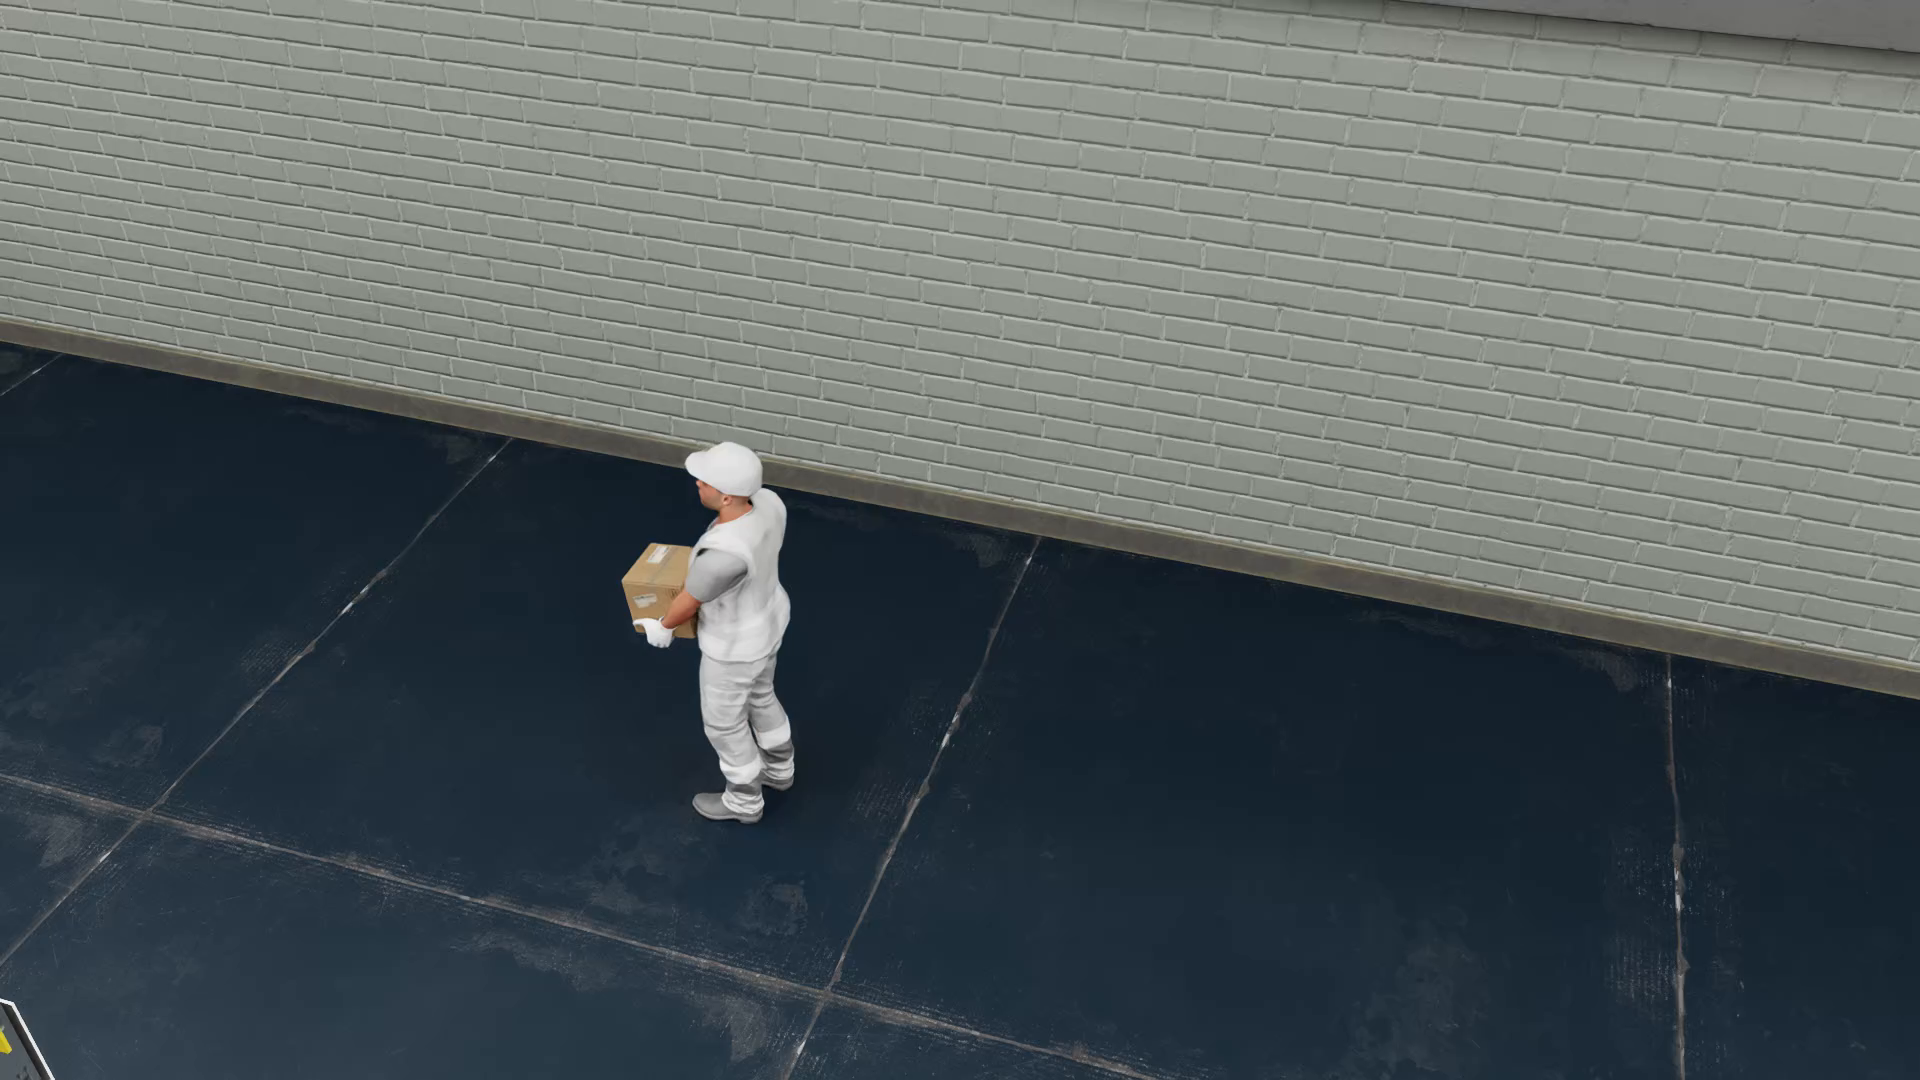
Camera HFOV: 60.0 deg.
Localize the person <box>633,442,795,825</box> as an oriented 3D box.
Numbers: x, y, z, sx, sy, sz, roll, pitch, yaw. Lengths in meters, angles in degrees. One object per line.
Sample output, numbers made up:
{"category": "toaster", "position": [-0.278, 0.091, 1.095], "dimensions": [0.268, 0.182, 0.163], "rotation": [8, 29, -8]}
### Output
{"category": "person", "position": [-0.941, 0.349, 6.405], "dimensions": [0.558, 1.786, 0.474], "rotation": [11, 38, 14]}
